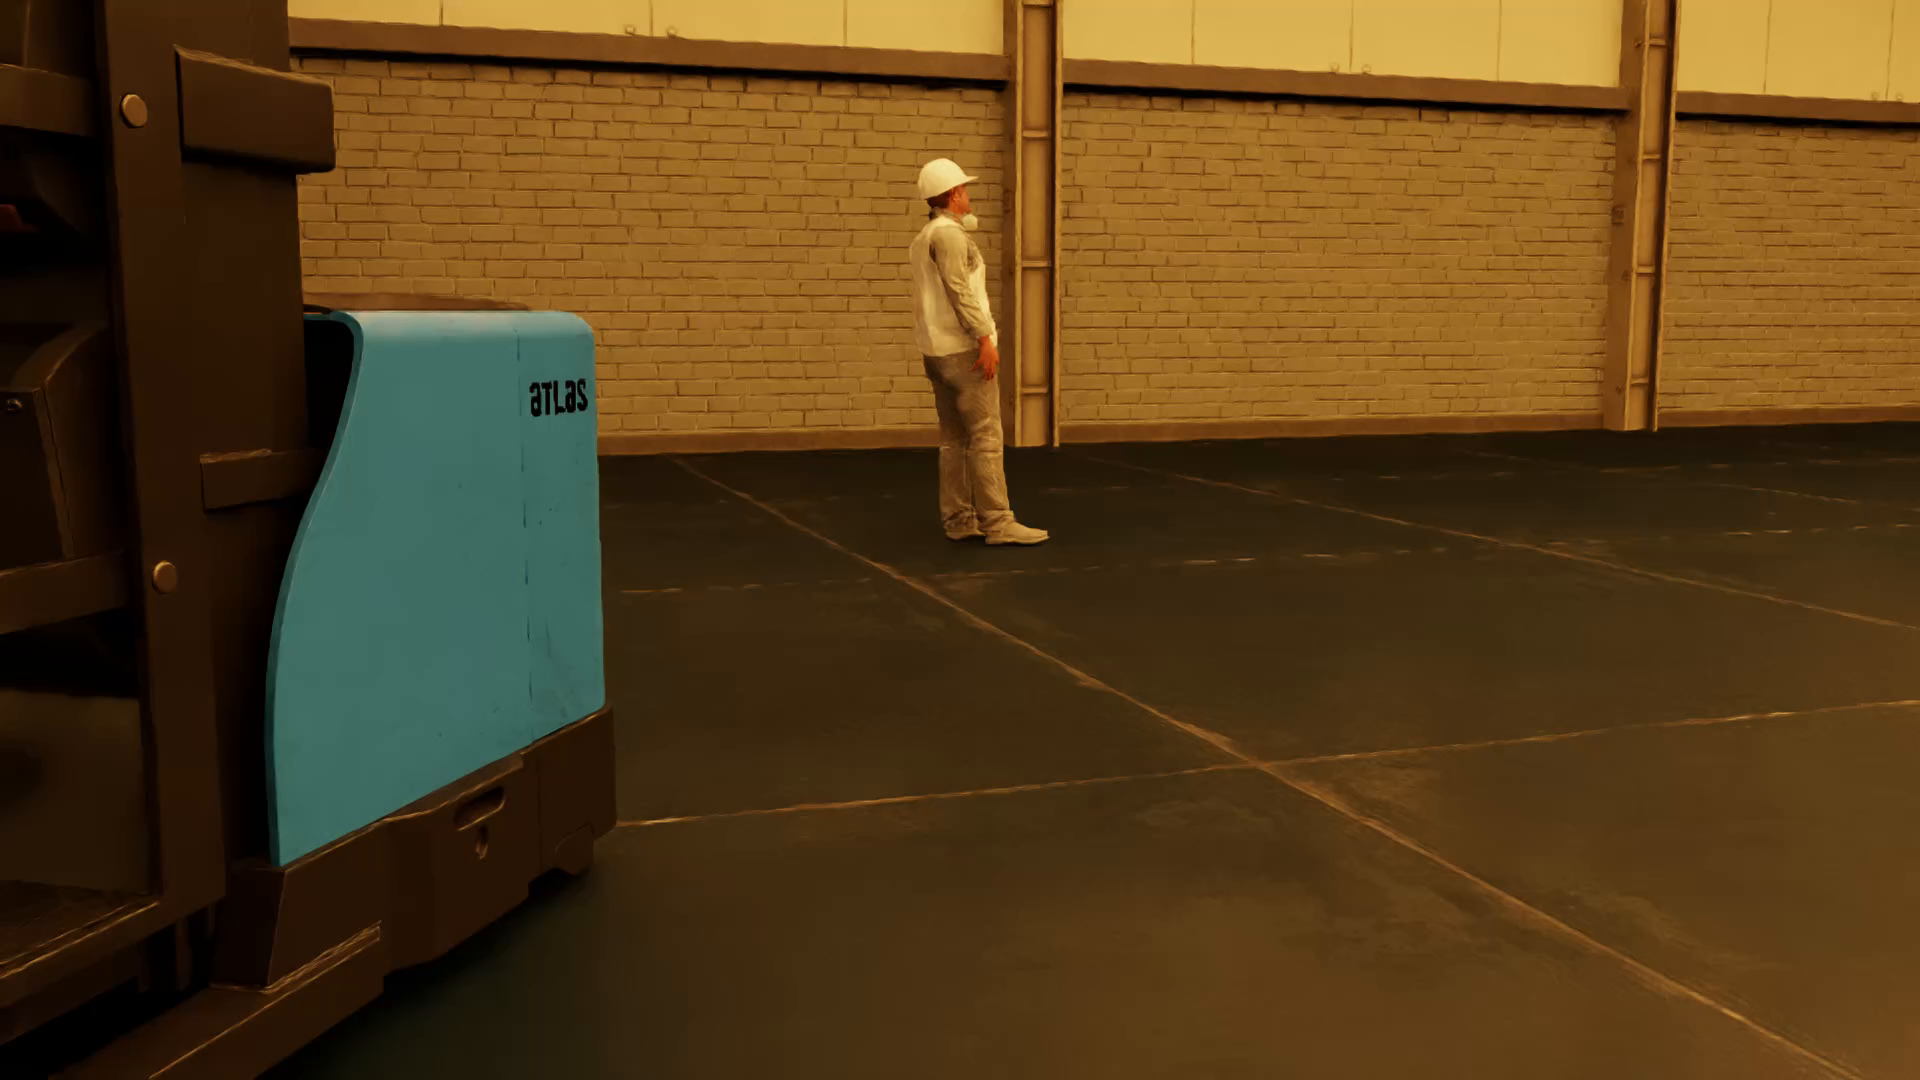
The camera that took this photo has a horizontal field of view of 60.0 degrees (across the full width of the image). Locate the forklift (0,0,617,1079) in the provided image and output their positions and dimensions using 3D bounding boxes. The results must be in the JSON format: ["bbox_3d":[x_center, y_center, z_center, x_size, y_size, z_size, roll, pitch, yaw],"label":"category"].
[{"bbox_3d":[-1.546,-0.651,1.831,1.130,2.935,3.031,2,8,15],"label":"forklift"}]

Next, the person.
[{"bbox_3d":[0.062,-0.888,7.815,0.567,1.773,0.632,-3,8,-18],"label":"person"}]
